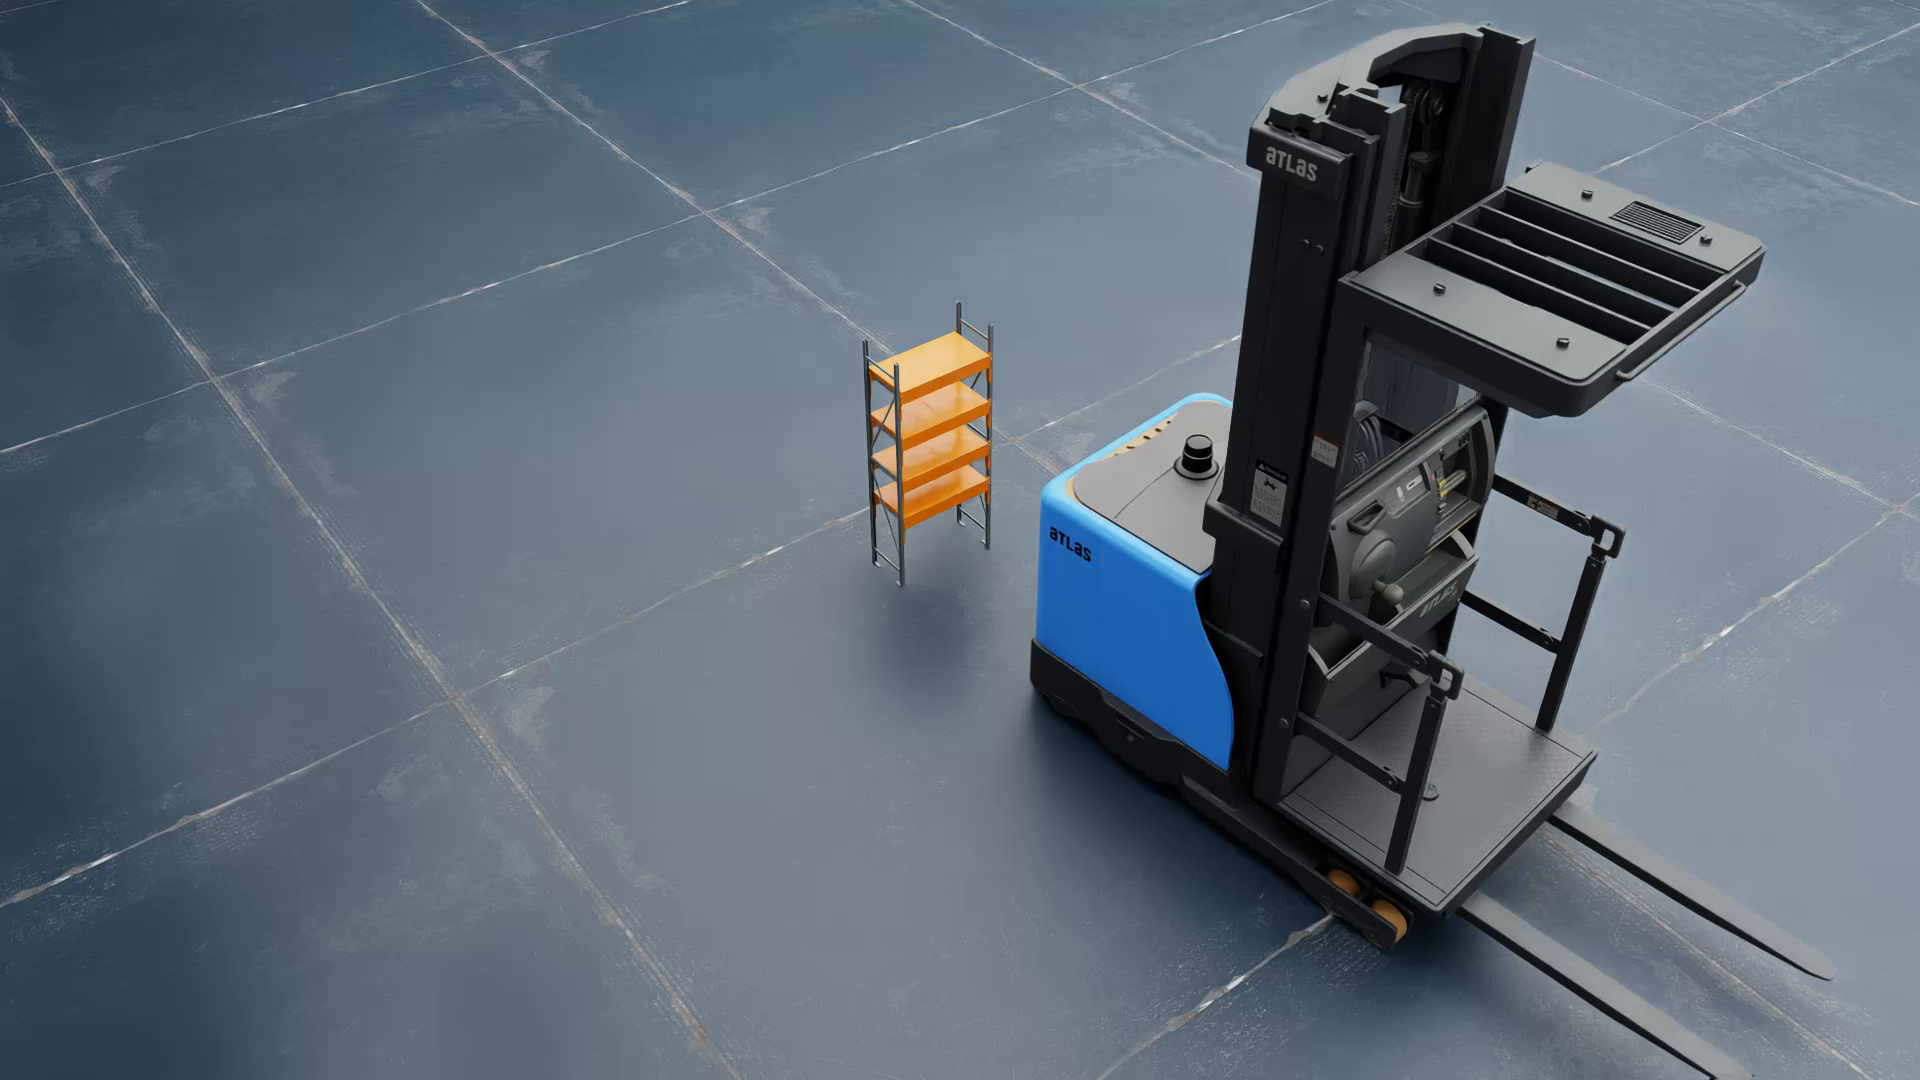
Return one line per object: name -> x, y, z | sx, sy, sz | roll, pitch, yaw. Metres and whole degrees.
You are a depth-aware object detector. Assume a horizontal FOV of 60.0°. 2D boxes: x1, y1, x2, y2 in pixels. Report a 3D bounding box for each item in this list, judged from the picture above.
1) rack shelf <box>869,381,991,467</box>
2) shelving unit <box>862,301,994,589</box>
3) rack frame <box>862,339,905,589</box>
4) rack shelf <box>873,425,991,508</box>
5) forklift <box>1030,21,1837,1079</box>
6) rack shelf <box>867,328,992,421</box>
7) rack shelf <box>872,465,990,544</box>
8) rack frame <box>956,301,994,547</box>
rack shelf -> -0.131, -0.521, 7.192 | 0.480, 0.148, 0.258 | -26, 46, -28
shelving unit -> -0.131, -0.400, 7.291 | 0.503, 1.200, 0.258 | -26, 46, -28
rack frame -> -0.325, -0.306, 7.177 | 0.015, 1.200, 0.240 | -26, 46, -28
rack shelf -> -0.131, -0.348, 7.334 | 0.480, 0.148, 0.258 | -26, 46, -28
forklift -> 1.678, -0.047, 5.497 | 1.130, 2.935, 3.031 | -32, 49, -33
rack shelf -> -0.131, -0.704, 7.042 | 0.480, 0.148, 0.258 | -26, 46, -28
rack shelf -> -0.131, -0.194, 7.460 | 0.480, 0.148, 0.258 | -26, 46, -28
rack frame -> 0.062, -0.494, 7.406 | 0.015, 1.200, 0.240 | -26, 46, -28
